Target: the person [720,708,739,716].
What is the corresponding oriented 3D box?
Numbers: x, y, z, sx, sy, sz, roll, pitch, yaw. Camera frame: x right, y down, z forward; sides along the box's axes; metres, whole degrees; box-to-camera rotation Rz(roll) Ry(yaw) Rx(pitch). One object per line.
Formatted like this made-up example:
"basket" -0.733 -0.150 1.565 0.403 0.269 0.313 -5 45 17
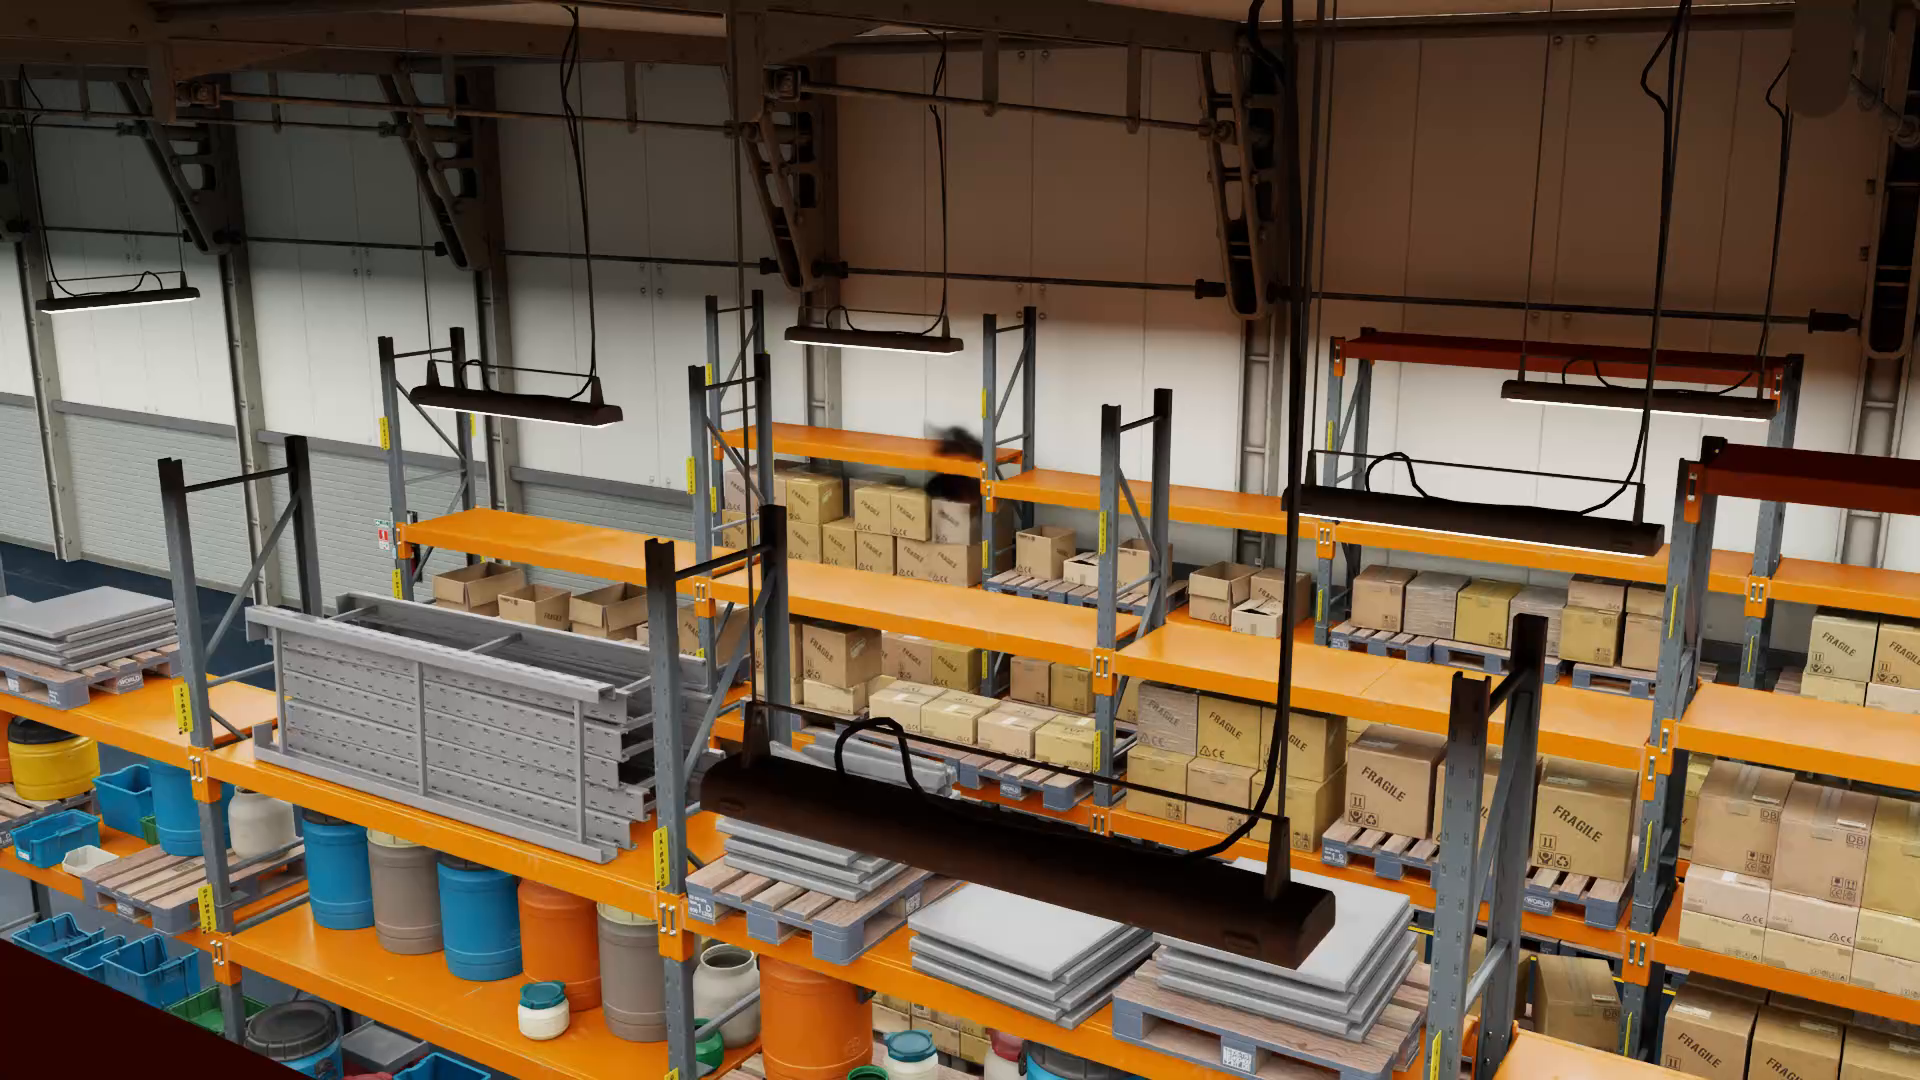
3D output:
"person" -2.421 2.611 17.992 0.813 1.734 0.562 8 16 31
